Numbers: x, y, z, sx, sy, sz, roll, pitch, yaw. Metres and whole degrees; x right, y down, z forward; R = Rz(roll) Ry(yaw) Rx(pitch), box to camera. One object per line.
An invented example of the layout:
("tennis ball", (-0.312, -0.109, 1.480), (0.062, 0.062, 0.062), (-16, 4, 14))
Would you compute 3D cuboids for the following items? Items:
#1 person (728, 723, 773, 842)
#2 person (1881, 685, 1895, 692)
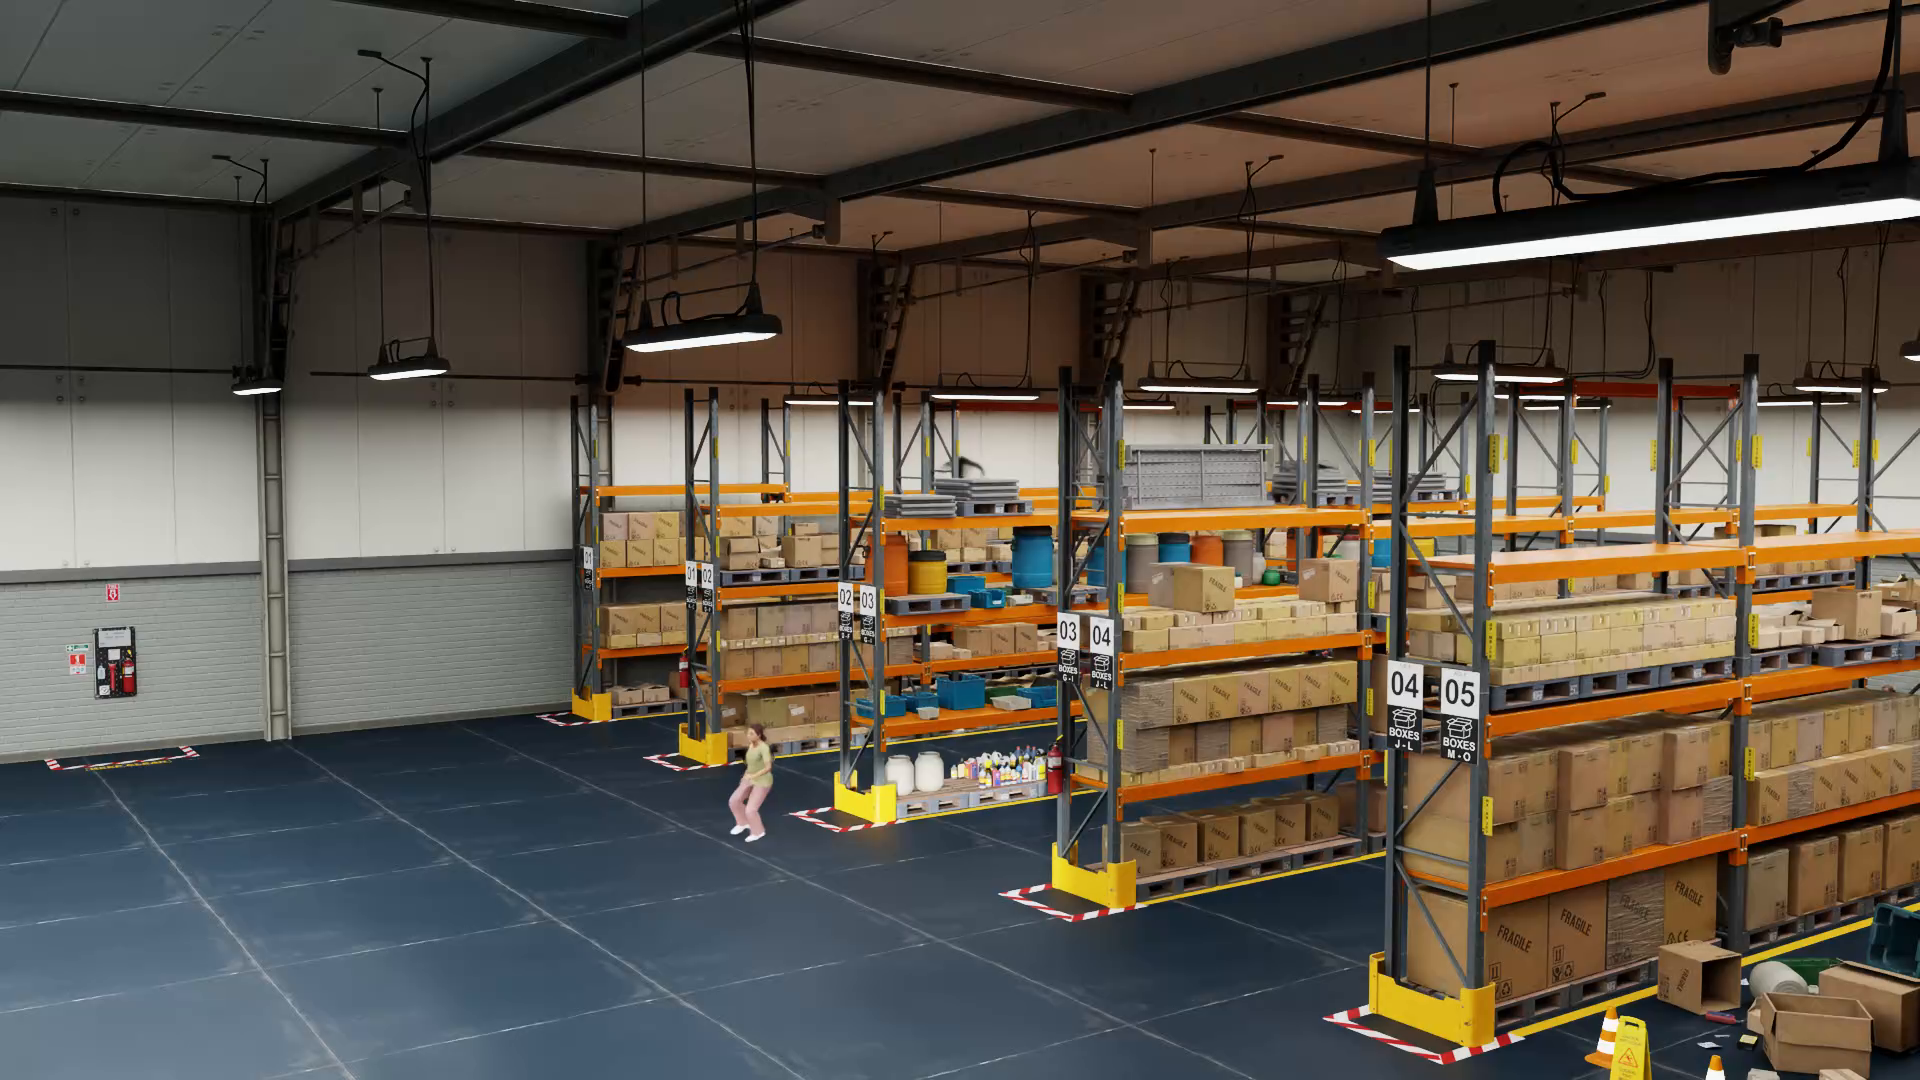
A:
("person", (-2.668, 3.115, 21.307), (0.793, 1.587, 0.573), (3, 5, 43))
("person", (13.495, 2.879, 24.299), (0.870, 1.557, 0.576), (-1, 4, -22))
